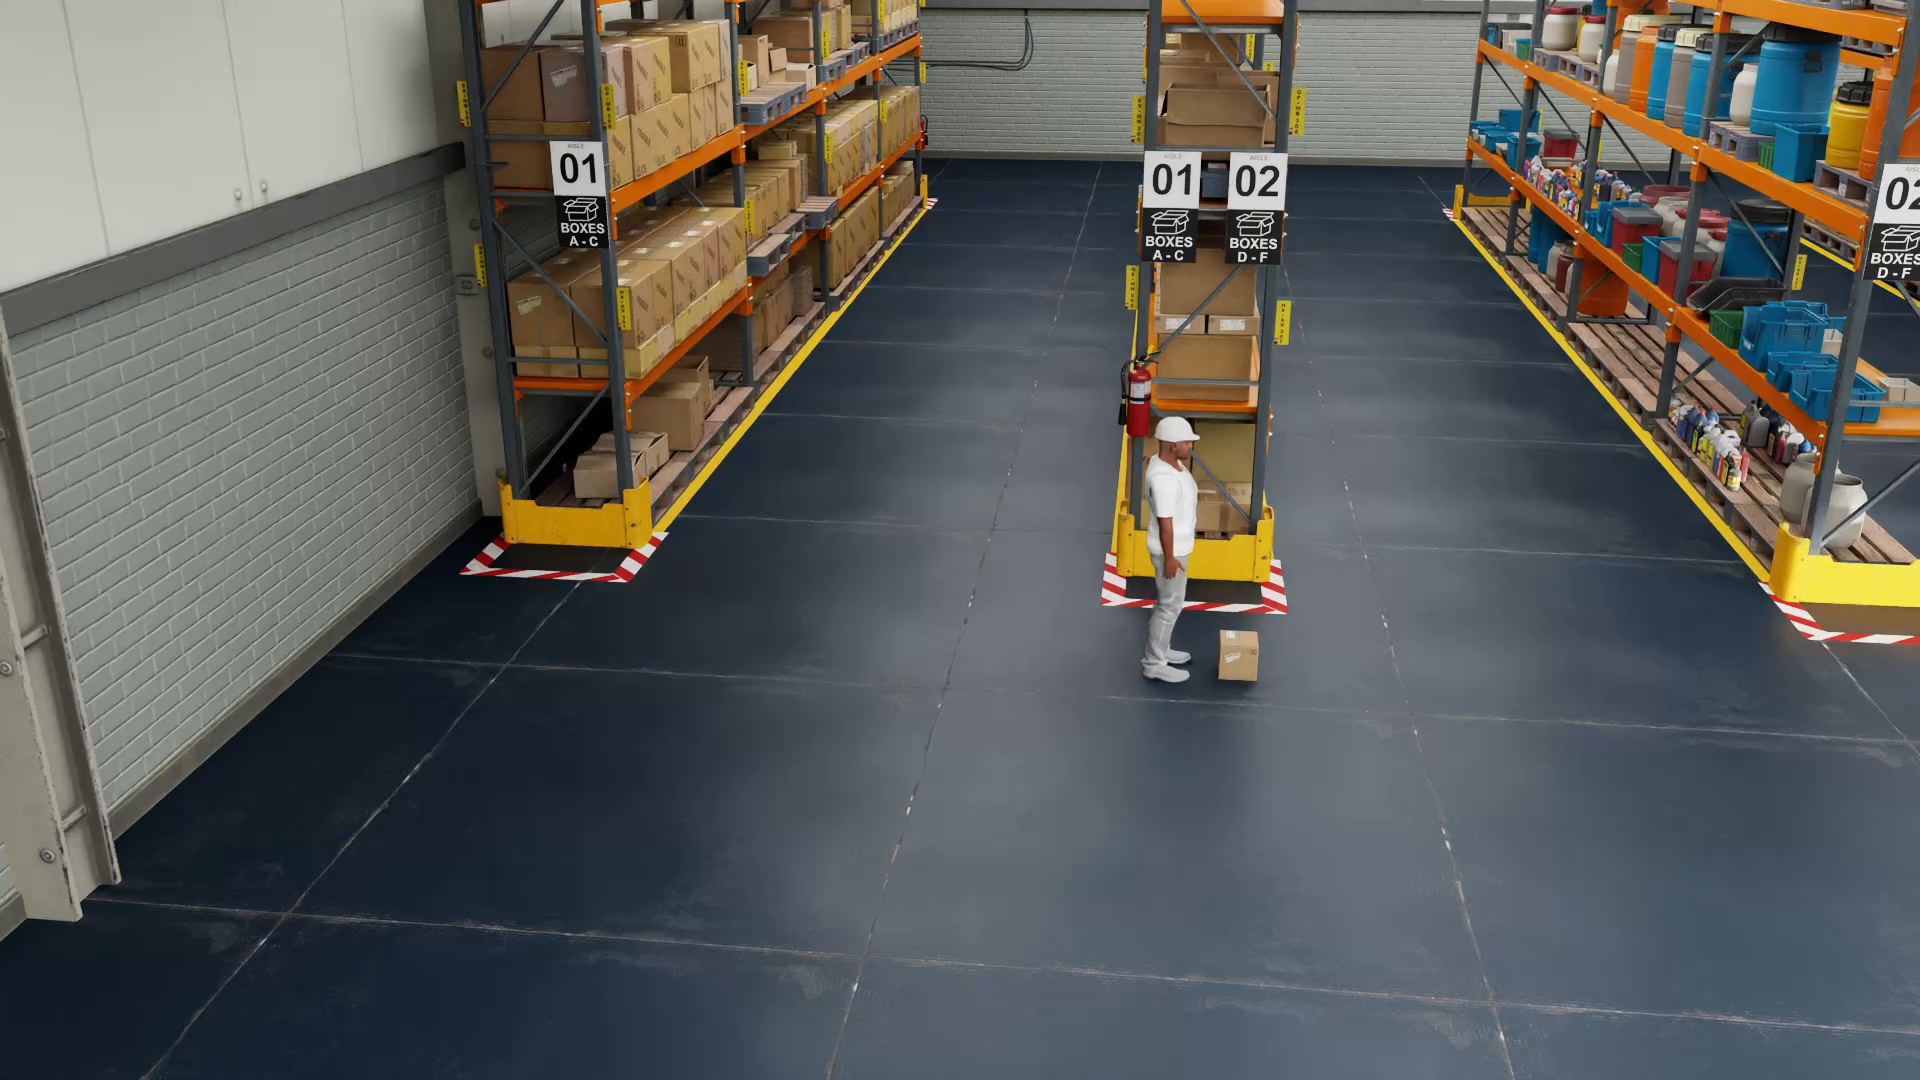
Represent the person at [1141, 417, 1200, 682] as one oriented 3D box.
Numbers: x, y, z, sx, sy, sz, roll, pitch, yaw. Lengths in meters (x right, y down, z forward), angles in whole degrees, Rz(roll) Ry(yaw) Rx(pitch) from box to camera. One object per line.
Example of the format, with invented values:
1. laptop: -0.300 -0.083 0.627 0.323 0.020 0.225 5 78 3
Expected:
1. person: 1.380 0.040 10.952 0.358 1.764 0.565 3 21 8
